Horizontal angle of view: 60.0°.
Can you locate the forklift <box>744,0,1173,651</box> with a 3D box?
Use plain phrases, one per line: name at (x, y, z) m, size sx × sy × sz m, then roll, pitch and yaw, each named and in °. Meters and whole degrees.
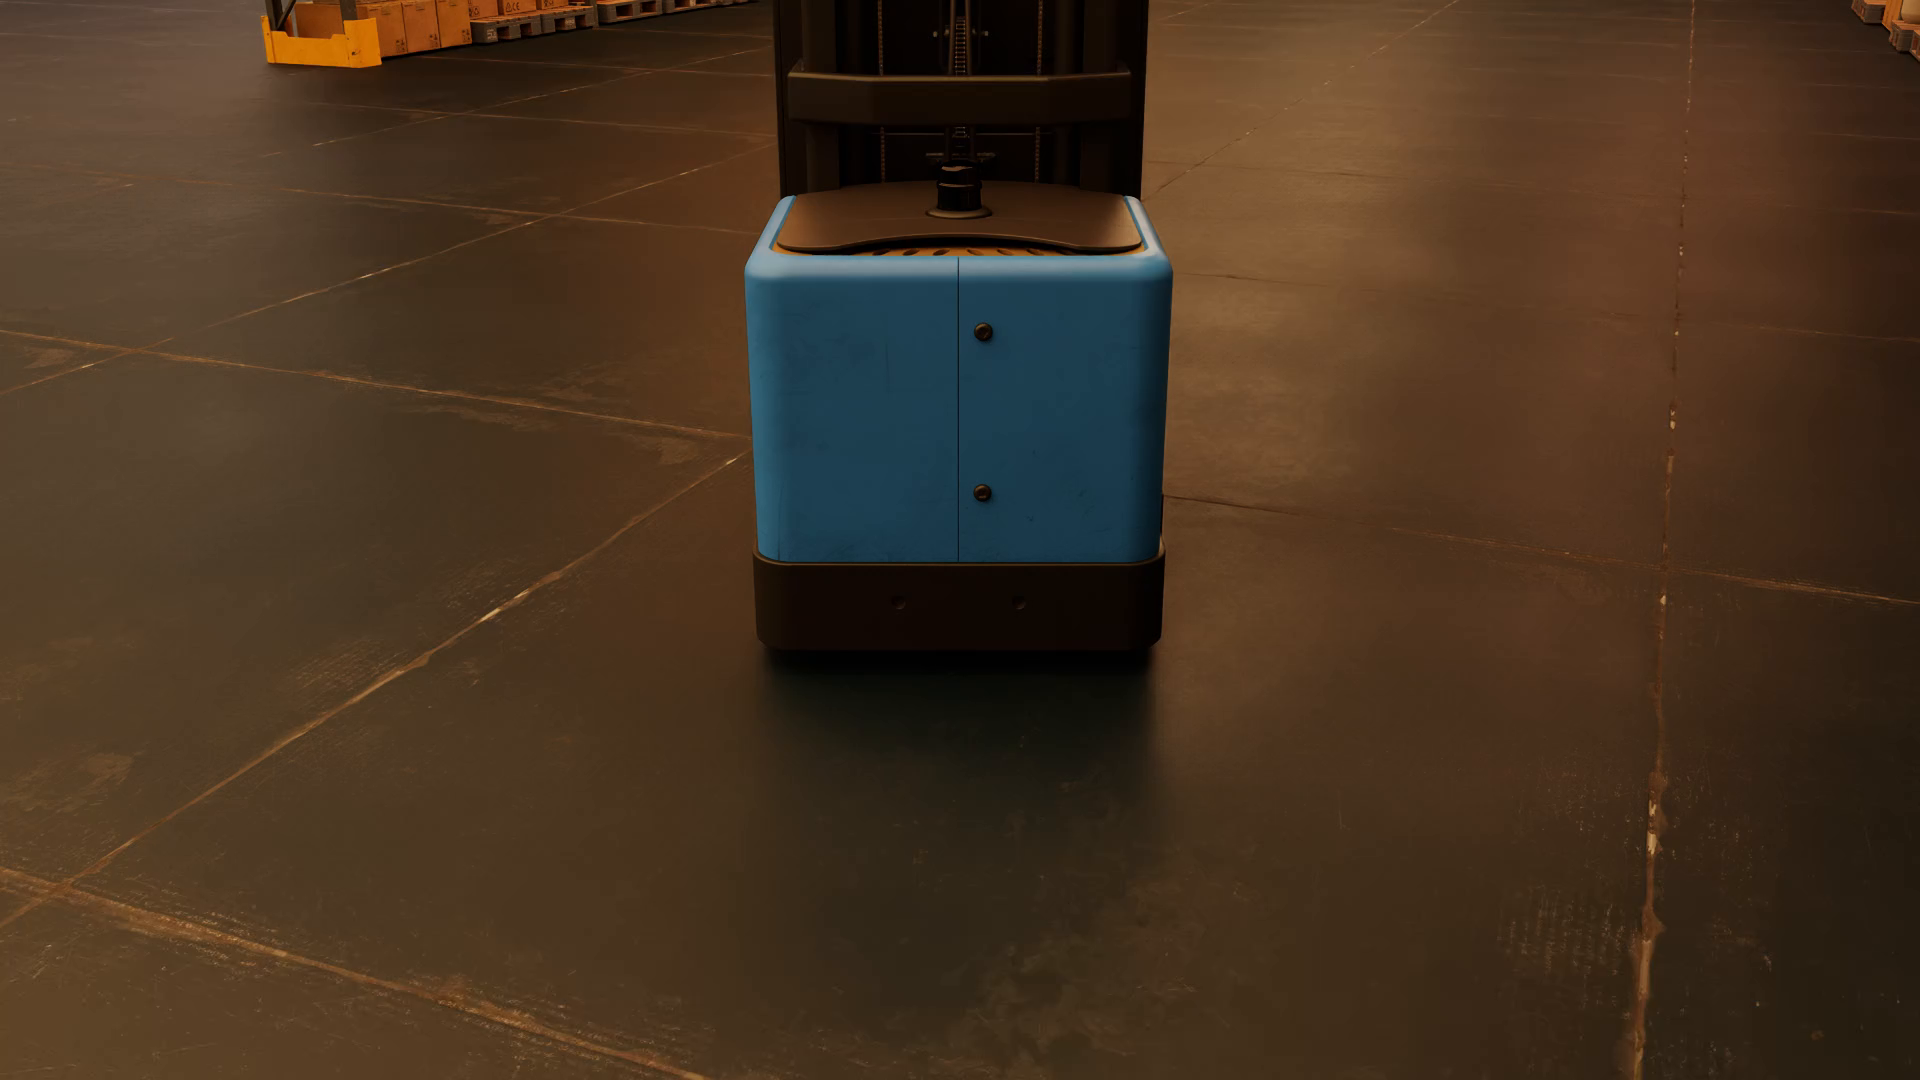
forklift at (0.002, -1.587, 5.089) m, size 1.130 × 2.935 × 3.031 m, roll 0°, pitch 23°, yaw 0°
